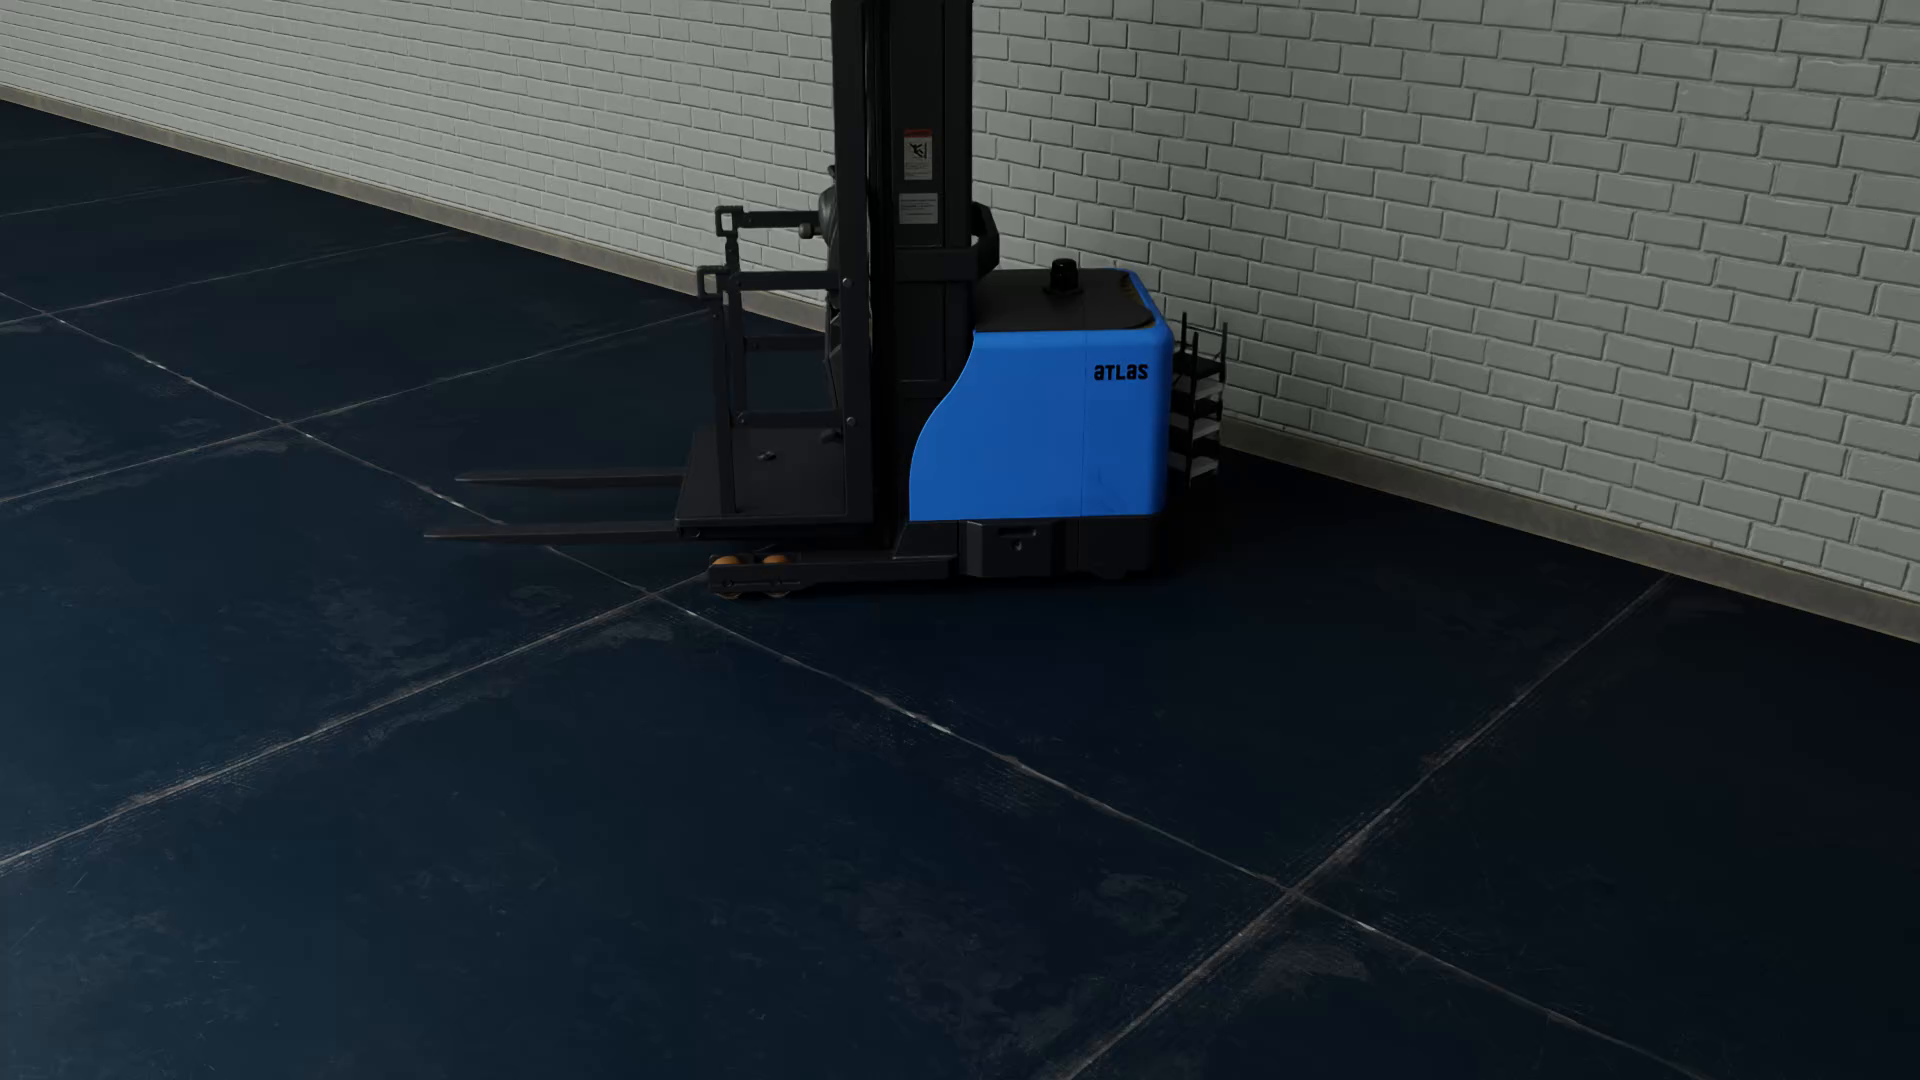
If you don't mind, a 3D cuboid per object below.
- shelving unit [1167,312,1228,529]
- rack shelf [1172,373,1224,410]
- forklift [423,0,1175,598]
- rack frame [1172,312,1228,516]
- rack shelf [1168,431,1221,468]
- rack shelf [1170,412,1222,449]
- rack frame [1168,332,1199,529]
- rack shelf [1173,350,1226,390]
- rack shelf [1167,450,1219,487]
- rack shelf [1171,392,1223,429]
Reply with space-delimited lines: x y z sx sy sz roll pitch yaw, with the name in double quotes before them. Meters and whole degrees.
"shelving unit" 0.989 -0.524 7.319 0.210 0.900 0.258 -22 32 -40
"rack shelf" 0.989 -0.658 7.259 0.200 0.077 0.258 -22 32 -40
"forklift" -0.687 -1.325 6.623 3.031 2.935 1.130 -2 24 -3
"rack frame" 1.061 -0.554 7.385 0.006 0.900 0.240 -22 32 -40
"rack shelf" 0.989 -0.412 7.370 0.200 0.077 0.258 -22 32 -40
"rack shelf" 0.989 -0.494 7.333 0.200 0.077 0.258 -22 32 -40
"rack frame" 0.917 -0.495 7.254 0.006 0.900 0.240 -22 32 -40
"rack shelf" 0.989 -0.740 7.223 0.200 0.077 0.258 -22 32 -40
"rack shelf" 0.989 -0.330 7.407 0.200 0.077 0.258 -22 32 -40
"rack shelf" 0.989 -0.576 7.296 0.200 0.077 0.258 -22 32 -40
